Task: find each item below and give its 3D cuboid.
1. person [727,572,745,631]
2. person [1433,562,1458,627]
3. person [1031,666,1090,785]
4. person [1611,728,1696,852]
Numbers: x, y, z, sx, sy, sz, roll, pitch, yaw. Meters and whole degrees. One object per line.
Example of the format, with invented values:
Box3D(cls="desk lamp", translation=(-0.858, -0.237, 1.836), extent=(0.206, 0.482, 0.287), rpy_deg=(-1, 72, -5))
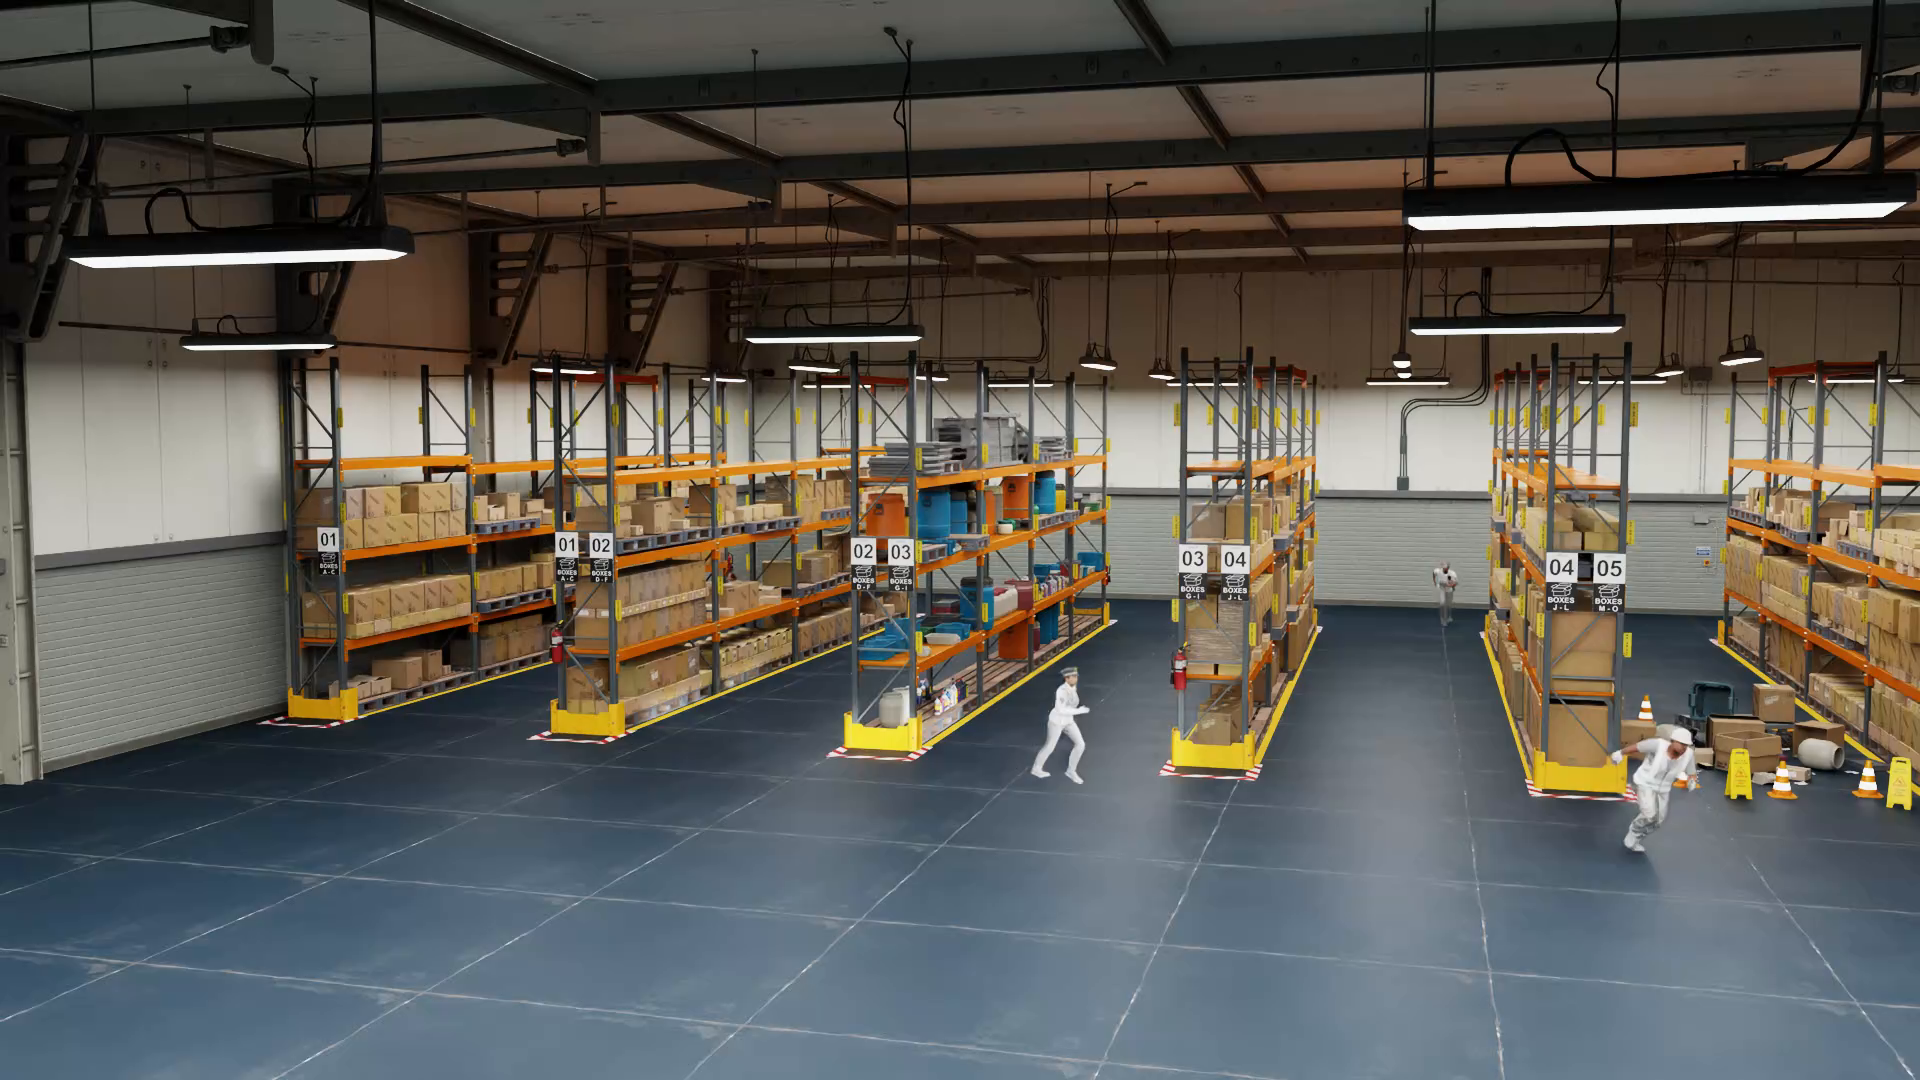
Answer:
Box3D(cls="person", translation=(-4.981, 1.500, 36.951), extent=(0.541, 1.607, 0.733), rpy_deg=(2, 4, 21))
Box3D(cls="person", translation=(11.728, 1.303, 40.166), extent=(0.612, 1.617, 0.965), rpy_deg=(2, 5, 22))
Box3D(cls="person", translation=(1.398, 2.521, 22.743), extent=(0.946, 1.650, 0.600), rpy_deg=(3, 5, 38))
Box3D(cls="person", translation=(7.941, 2.838, 18.875), extent=(0.659, 1.532, 1.035), rpy_deg=(-1, 4, -9))
